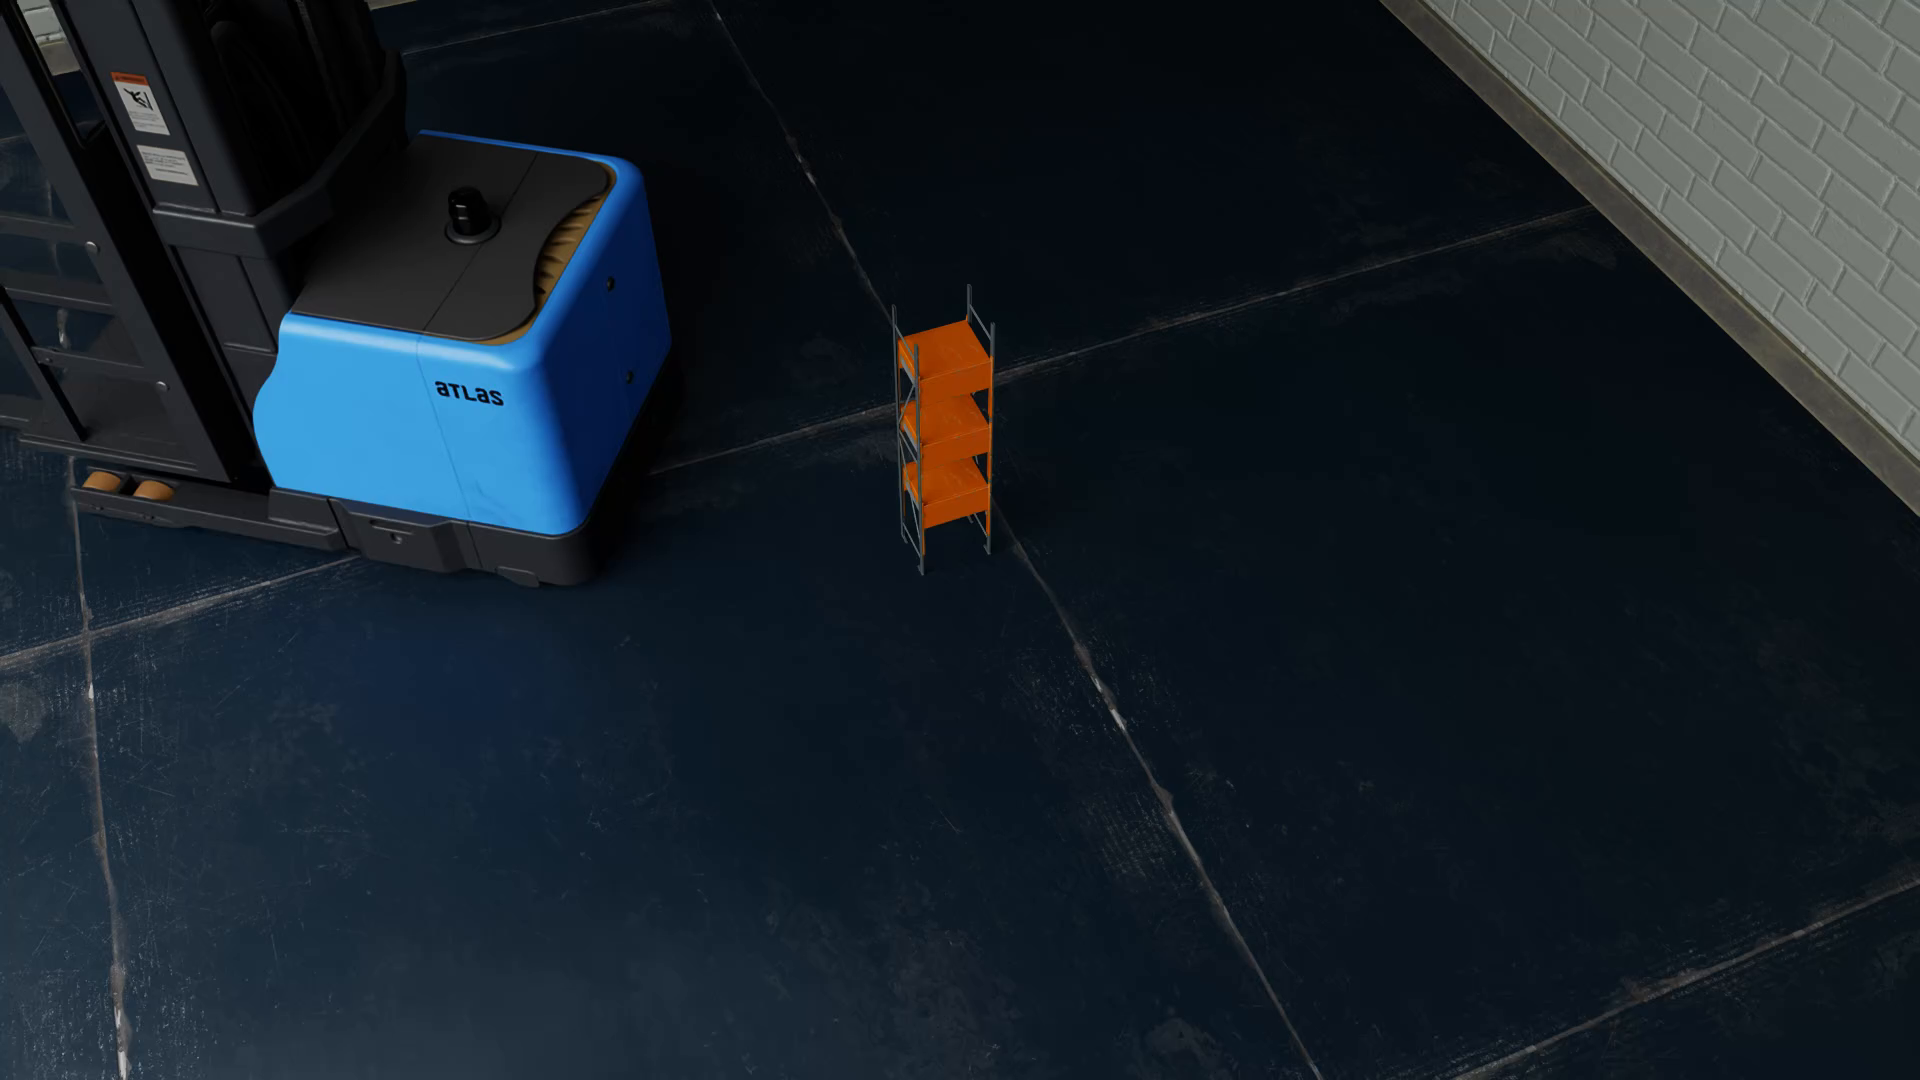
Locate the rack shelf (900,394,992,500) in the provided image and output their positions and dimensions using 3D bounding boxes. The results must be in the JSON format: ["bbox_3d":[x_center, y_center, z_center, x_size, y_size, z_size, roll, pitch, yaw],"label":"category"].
[{"bbox_3d":[-0.050,-0.320,5.347,0.240,0.259,0.215,-17,52,-14],"label":"rack shelf"}]

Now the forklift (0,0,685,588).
[{"bbox_3d":[-2.586,-1.383,5.006,3.031,2.935,1.130,10,50,8],"label":"forklift"}]

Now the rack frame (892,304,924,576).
[{"bbox_3d":[-0.162,-0.292,5.308,0.008,1.050,0.200,-17,52,-14],"label":"rack frame"}]

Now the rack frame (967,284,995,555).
[{"bbox_3d":[0.063,-0.362,5.369,0.008,1.050,0.200,-17,52,-14],"label":"rack frame"}]

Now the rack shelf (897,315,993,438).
[{"bbox_3d":[-0.050,-0.505,5.131,0.240,0.259,0.215,-17,52,-14],"label":"rack shelf"}]

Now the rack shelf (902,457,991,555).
[{"bbox_3d":[-0.050,-0.139,5.557,0.240,0.259,0.215,-17,52,-14],"label":"rack shelf"}]

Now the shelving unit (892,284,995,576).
[{"bbox_3d":[-0.050,-0.327,5.339,0.252,1.050,0.215,-17,52,-14],"label":"shelving unit"}]
